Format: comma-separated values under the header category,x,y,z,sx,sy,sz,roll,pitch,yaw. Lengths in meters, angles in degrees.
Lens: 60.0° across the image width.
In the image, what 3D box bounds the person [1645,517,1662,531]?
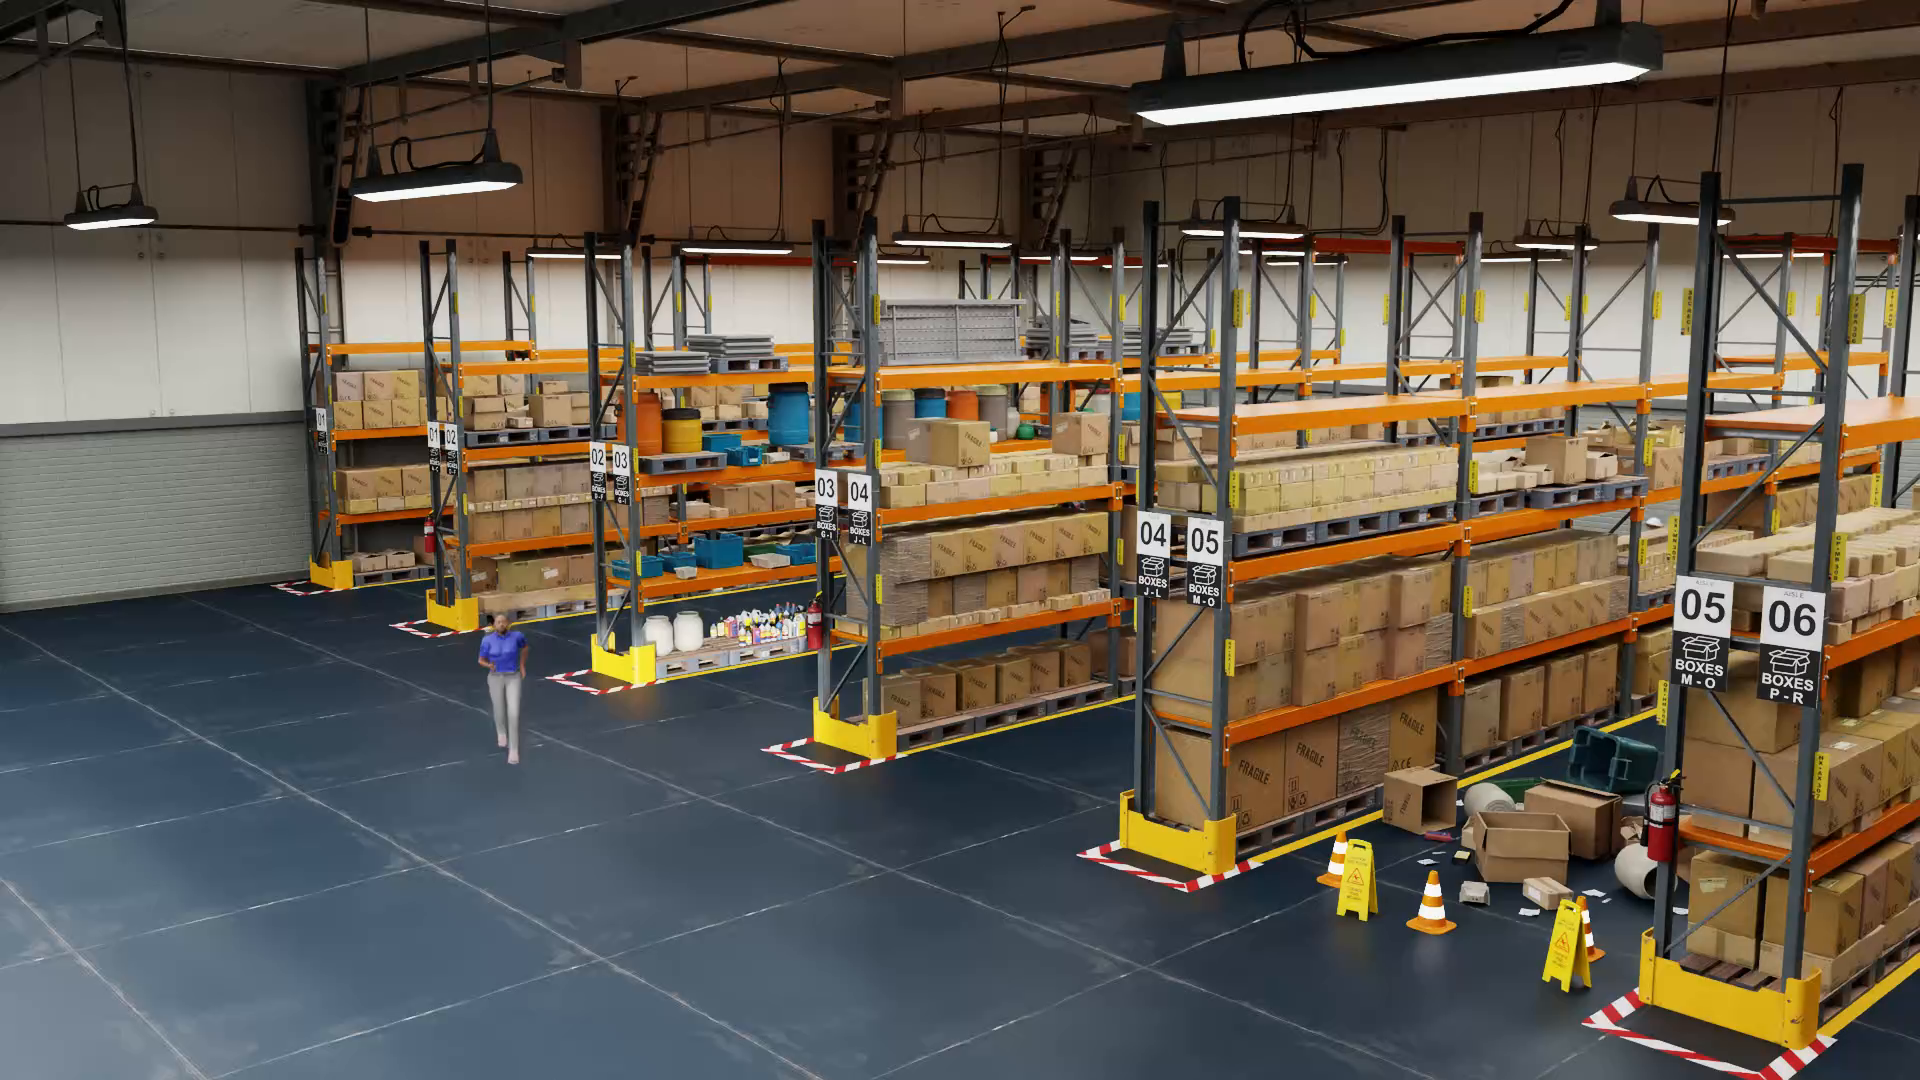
category,x,y,z,sx,sy,sz,roll,pitch,yaw
person,10.660,0.529,25.759,0.688,1.764,0.638,-7,11,-40

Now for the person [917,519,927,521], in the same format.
category,x,y,z,sx,sy,sz,roll,pitch,yaw
person,-0.755,-0.223,28.815,0.701,1.819,0.911,7,11,41

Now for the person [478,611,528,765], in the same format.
category,x,y,z,sx,sy,sz,roll,pitch,yaw
person,-5.133,1.607,18.729,0.539,1.675,0.899,-2,9,-13
